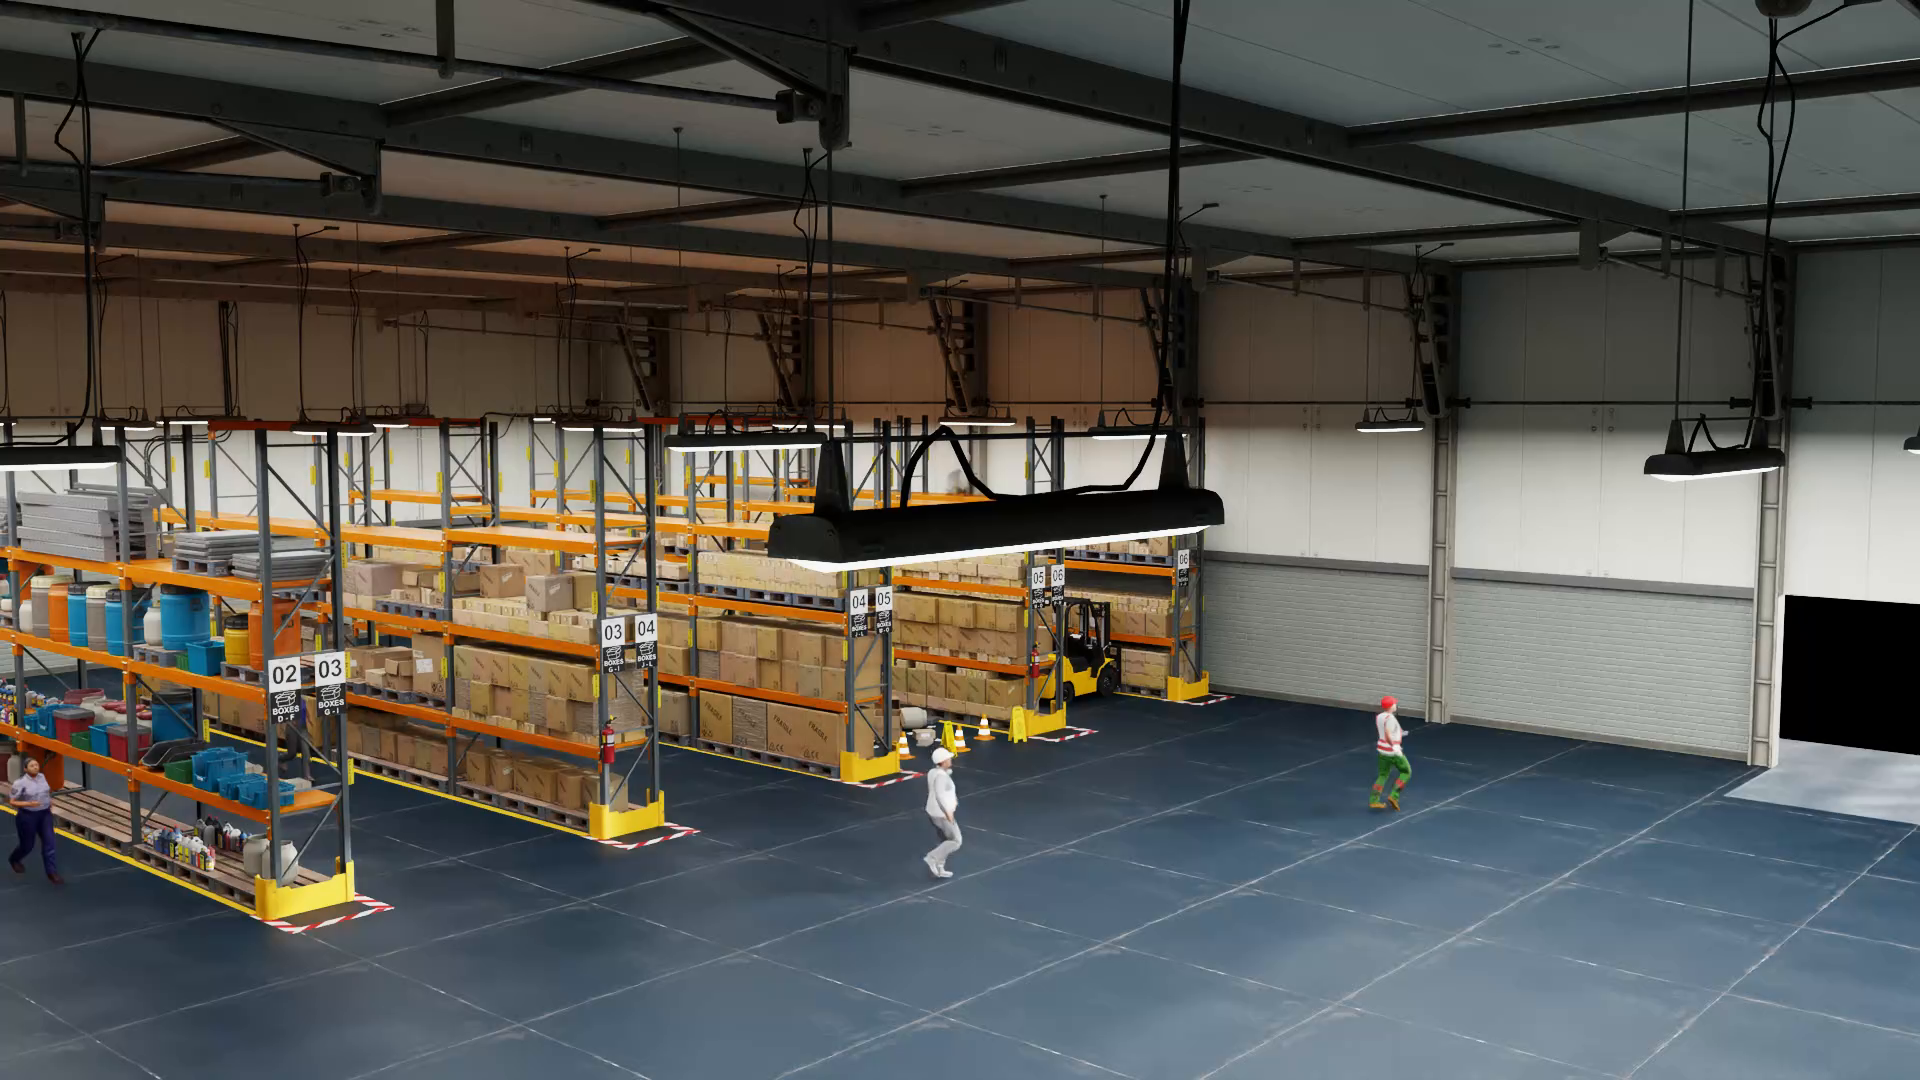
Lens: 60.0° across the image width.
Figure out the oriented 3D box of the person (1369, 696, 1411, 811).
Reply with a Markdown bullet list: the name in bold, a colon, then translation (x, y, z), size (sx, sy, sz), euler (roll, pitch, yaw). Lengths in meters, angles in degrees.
- **person**: translation (6.673, 3.301, 25.722), size (0.709, 1.792, 0.641), euler (-2, 5, -23)

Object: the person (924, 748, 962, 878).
- **person**: translation (-0.248, 3.629, 22.130), size (0.576, 1.743, 0.676), euler (-2, 5, -20)

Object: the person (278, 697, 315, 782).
- **person**: translation (-11.092, 3.204, 27.827), size (0.934, 1.623, 0.595), euler (4, 6, 39)

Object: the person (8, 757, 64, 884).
- **person**: translation (-12.199, 3.677, 21.900), size (0.924, 1.648, 0.606), euler (3, 5, 30)
